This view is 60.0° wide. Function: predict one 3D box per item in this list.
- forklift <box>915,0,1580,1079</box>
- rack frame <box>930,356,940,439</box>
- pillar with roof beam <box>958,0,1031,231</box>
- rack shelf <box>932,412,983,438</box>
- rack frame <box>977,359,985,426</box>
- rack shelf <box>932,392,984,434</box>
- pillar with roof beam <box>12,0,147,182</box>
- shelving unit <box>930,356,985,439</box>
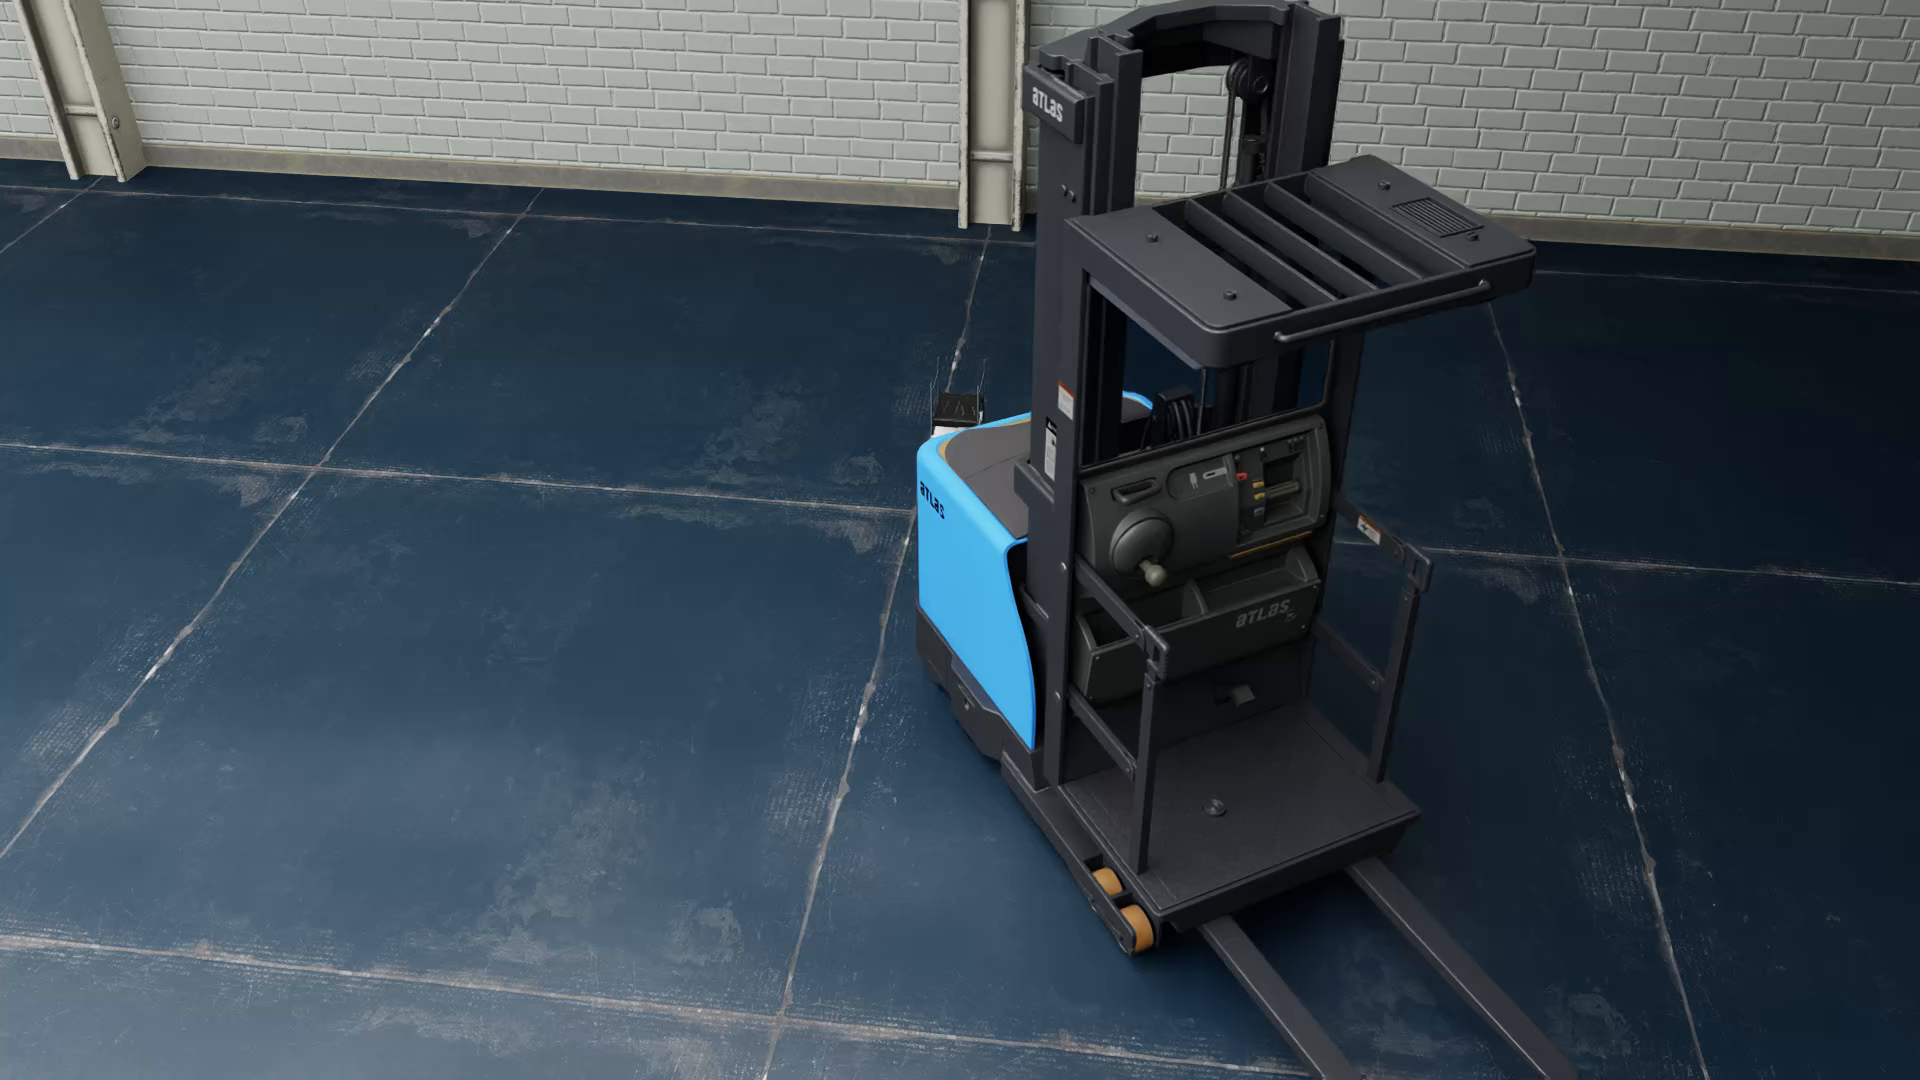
[{"bbox_3d":[0.920,-0.061,5.312,1.130,2.935,3.031,-16,39,-21],"label":"forklift"},{"bbox_3d":[-0.109,-0.374,7.500,0.006,0.900,0.240,4,36,6],"label":"rack frame"},{"bbox_3d":[-0.342,-3.231,4.530,0.400,9.000,9.100,4,36,6],"label":"pillar with roof beam"},{"bbox_3d":[-0.008,-0.486,7.404,0.200,0.077,0.258,4,36,6],"label":"rack shelf"},{"bbox_3d":[0.093,-0.359,7.479,0.006,0.900,0.240,4,36,6],"label":"rack frame"},{"bbox_3d":[-0.008,-0.560,7.352,0.200,0.077,0.258,4,36,6],"label":"rack shelf"},{"bbox_3d":[-6.293,-3.675,5.152,0.400,9.000,9.100,4,36,6],"label":"pillar with roof beam"},{"bbox_3d":[-0.008,-0.367,7.489,0.210,0.900,0.258,4,36,6],"label":"shelving unit"}]
